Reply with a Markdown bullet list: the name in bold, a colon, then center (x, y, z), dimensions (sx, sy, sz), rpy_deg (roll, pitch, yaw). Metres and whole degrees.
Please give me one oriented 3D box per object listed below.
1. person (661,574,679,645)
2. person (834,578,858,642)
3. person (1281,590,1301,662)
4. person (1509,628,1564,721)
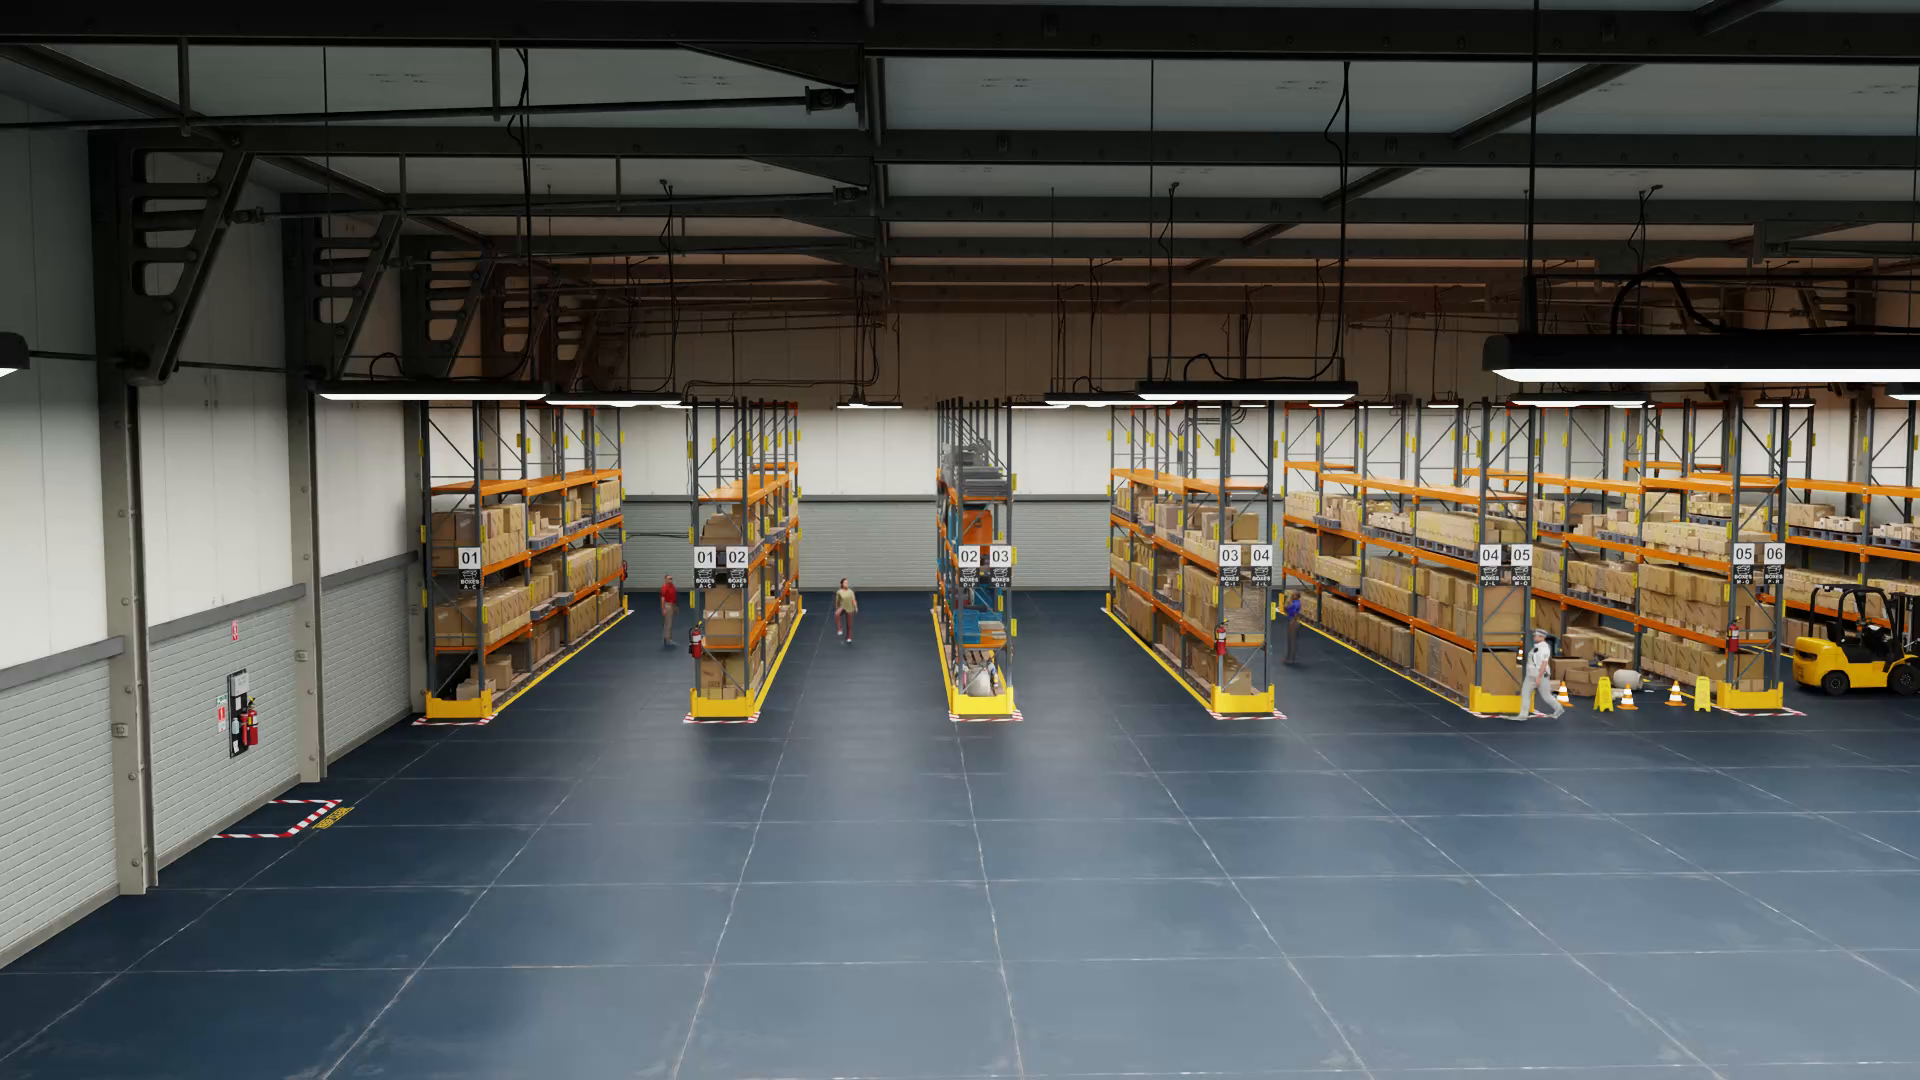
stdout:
- **person**: center (-7.115, 1.706, 40.904), dimensions (0.434, 1.737, 0.554), rpy_deg (0, 4, 1)
- **person**: center (-2.780, 1.748, 40.712), dimensions (0.575, 1.595, 1.051), rpy_deg (0, 4, 2)
- **person**: center (7.557, 1.968, 37.976), dimensions (0.430, 1.657, 0.536), rpy_deg (1, 5, 13)
- **person**: center (10.683, 2.485, 30.660), dimensions (1.000, 1.737, 0.511), rpy_deg (-2, 5, -25)
